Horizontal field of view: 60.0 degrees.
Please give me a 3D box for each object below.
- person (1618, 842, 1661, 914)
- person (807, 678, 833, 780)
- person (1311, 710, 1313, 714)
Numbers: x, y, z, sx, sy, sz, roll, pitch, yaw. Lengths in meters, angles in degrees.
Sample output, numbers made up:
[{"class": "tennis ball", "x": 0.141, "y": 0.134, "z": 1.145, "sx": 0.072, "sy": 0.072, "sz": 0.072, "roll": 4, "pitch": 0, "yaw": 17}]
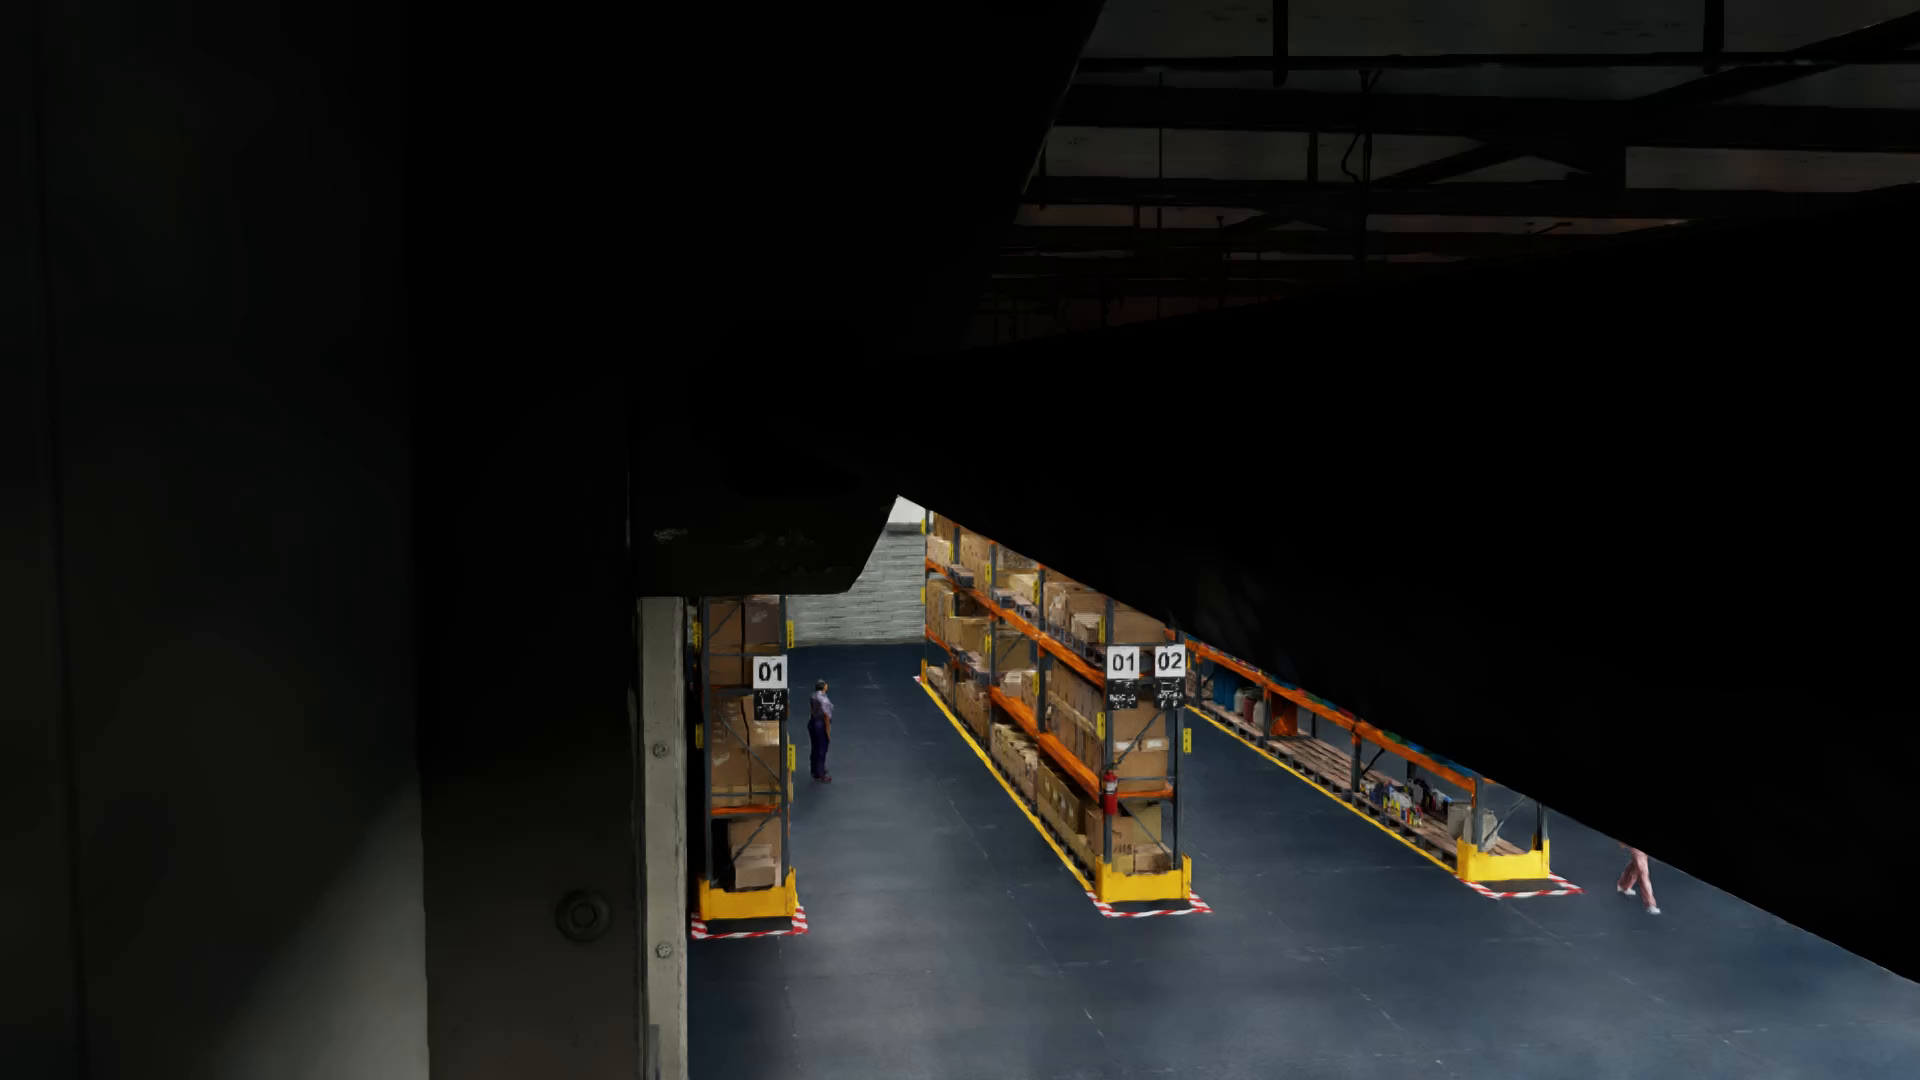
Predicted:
[{"class": "person", "x": 8.443, "y": 3.717, "z": 20.491, "sx": 0.446, "sy": 1.591, "sz": 1.110, "roll": -1, "pitch": 5, "yaw": -11}, {"class": "person", "x": -2.285, "y": 3.088, "z": 27.356, "sx": 0.386, "sy": 1.653, "sz": 0.596, "roll": -3, "pitch": 6, "yaw": -32}, {"class": "person", "x": 7.161, "y": 2.671, "z": 32.521, "sx": 0.580, "sy": 1.618, "sz": 0.507, "roll": -1, "pitch": 5, "yaw": -11}]
